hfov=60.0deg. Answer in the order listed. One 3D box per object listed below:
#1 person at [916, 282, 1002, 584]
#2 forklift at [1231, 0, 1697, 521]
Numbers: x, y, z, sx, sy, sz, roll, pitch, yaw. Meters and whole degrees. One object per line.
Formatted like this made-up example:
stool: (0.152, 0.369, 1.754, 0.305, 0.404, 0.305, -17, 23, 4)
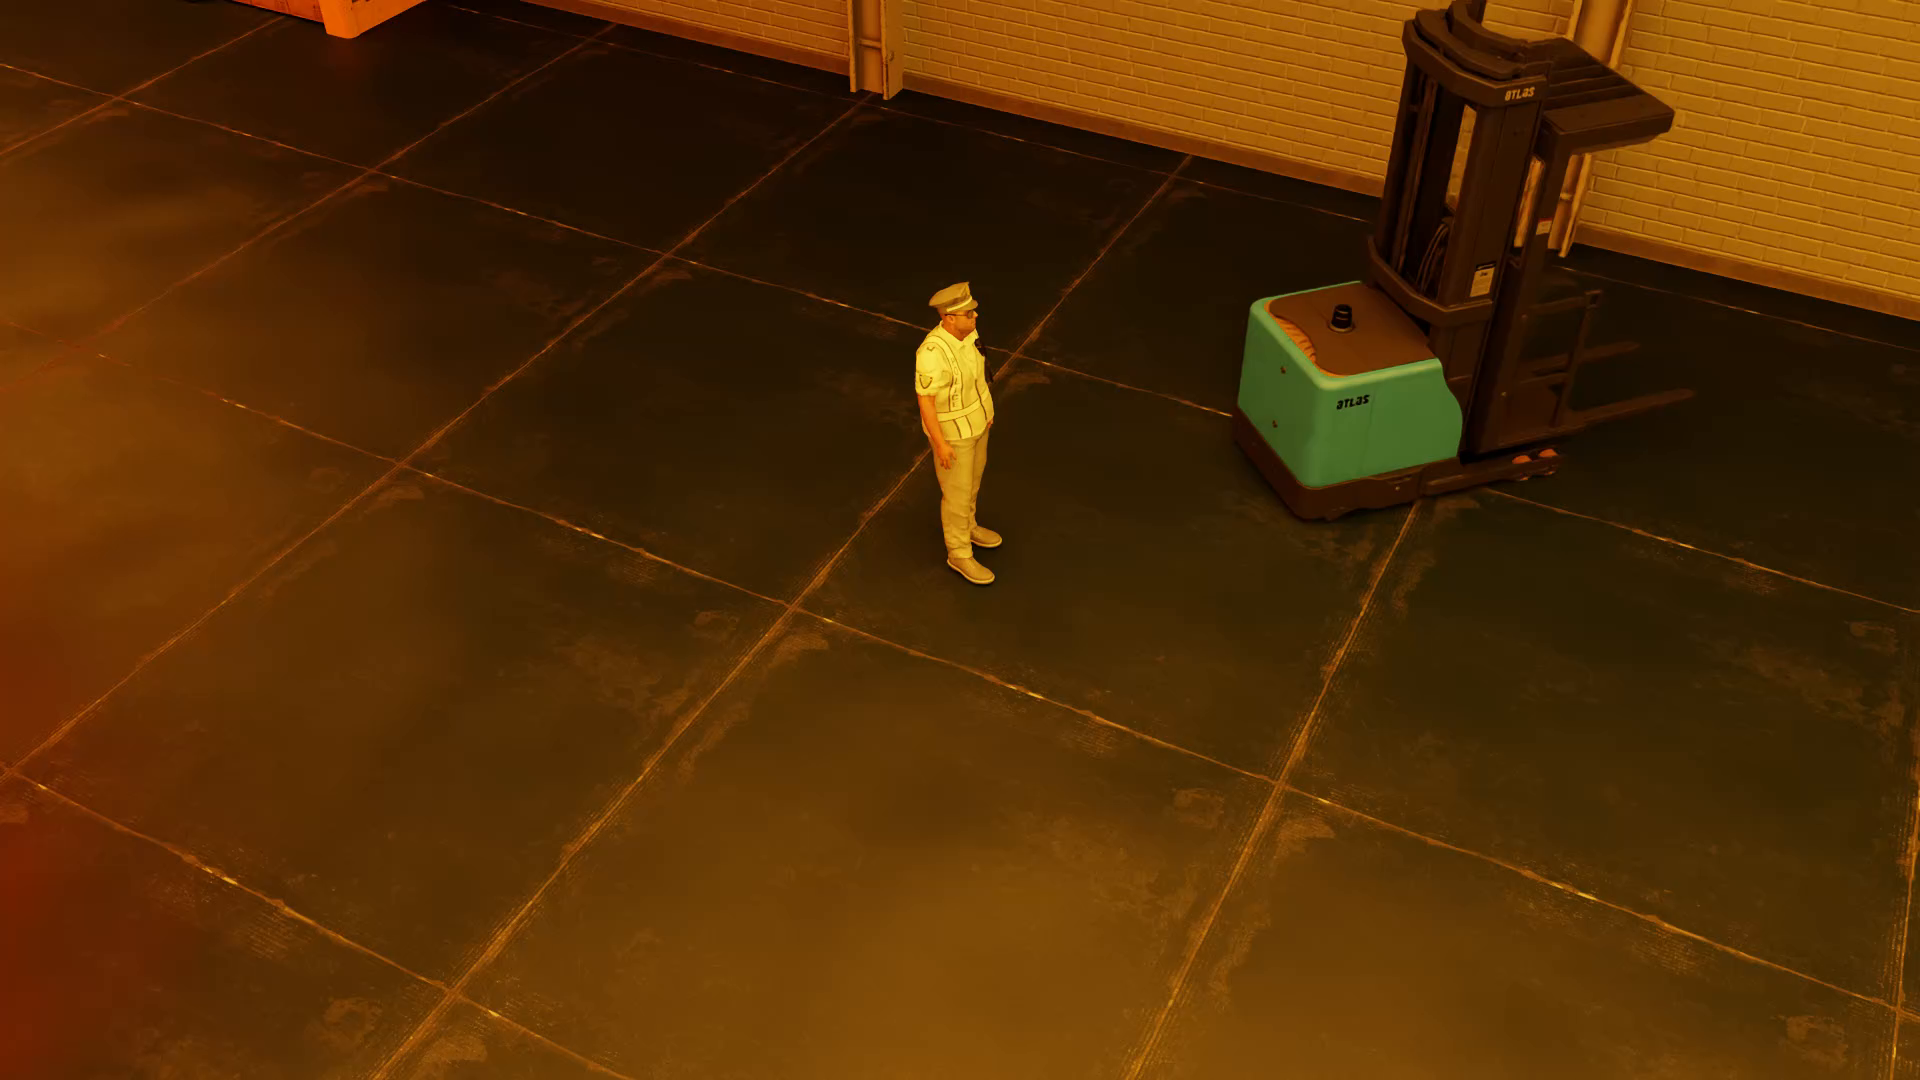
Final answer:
person: (0.064, -0.657, 9.648, 0.574, 1.780, 0.640, 18, 43, 21)
forklift: (3.368, -1.811, 10.137, 3.031, 2.935, 1.130, -12, 42, -14)
